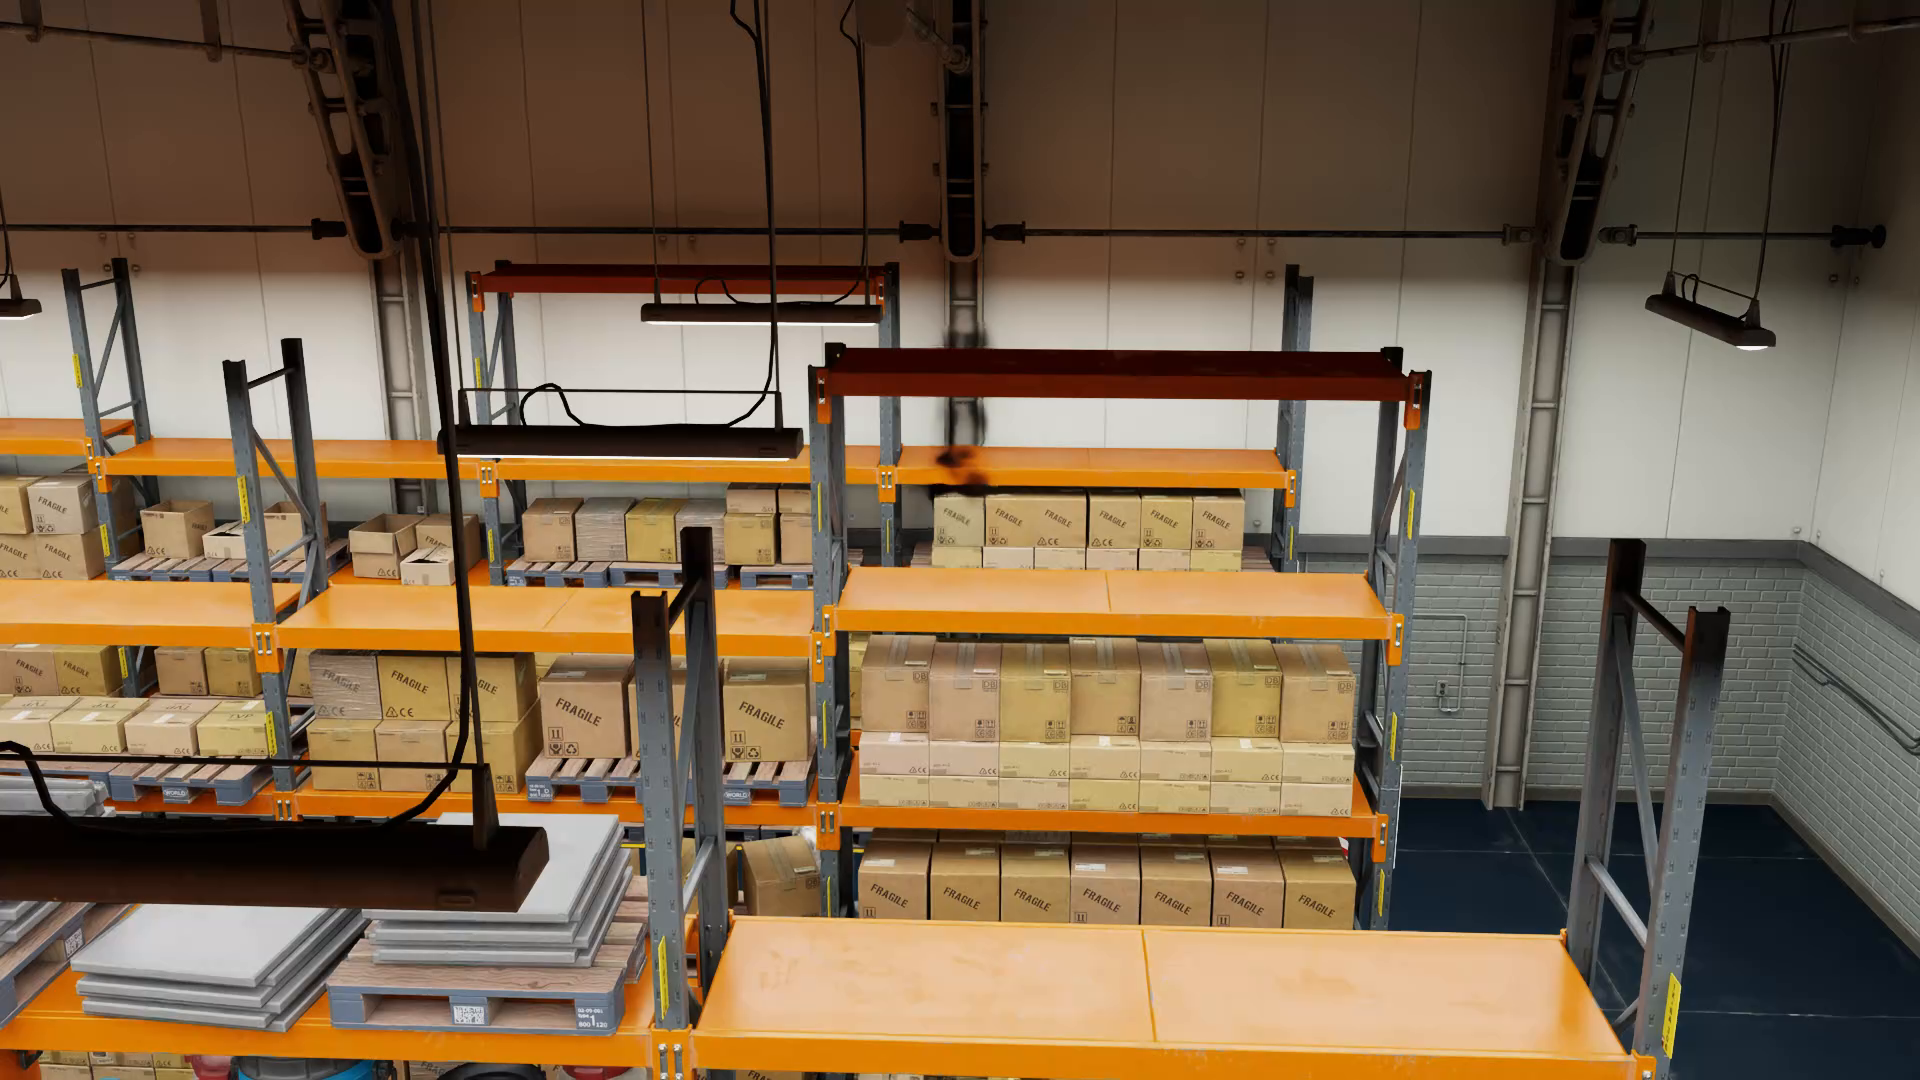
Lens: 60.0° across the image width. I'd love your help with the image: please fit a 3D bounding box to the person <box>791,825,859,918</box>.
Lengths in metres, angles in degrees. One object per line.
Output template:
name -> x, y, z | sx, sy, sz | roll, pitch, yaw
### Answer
person -> -1.276, 3.060, 15.220 | 0.759, 1.669, 0.635 | -1, 16, -2
